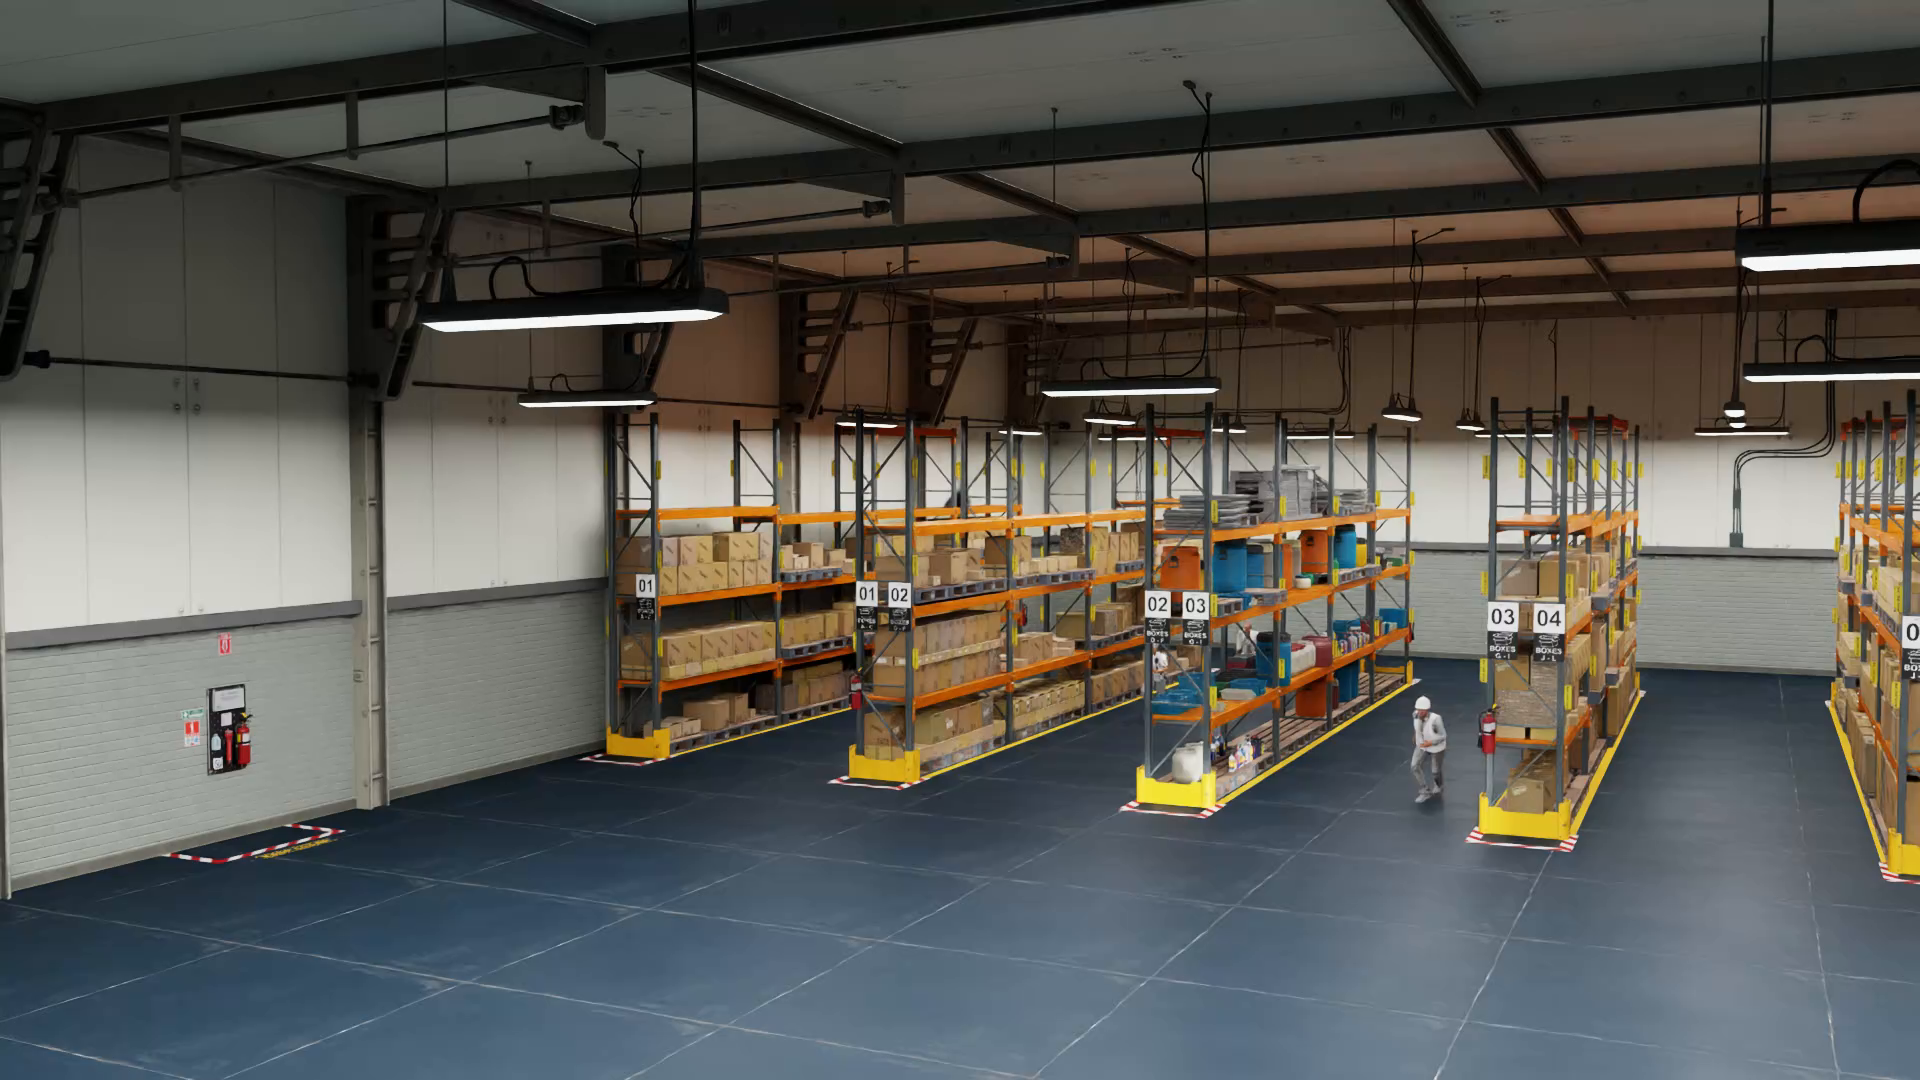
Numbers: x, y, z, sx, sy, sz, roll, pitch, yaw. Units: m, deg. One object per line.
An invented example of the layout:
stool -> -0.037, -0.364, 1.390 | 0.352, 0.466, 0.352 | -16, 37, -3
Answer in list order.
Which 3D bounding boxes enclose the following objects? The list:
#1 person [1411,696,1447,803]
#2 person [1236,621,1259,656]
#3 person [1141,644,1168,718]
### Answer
person -> 7.119, 3.122, 25.083 | 0.663, 1.606, 1.076 | 2, 3, 40
person -> 6.627, 2.632, 37.630 | 0.700, 1.649, 1.103 | 1, 3, 26
person -> 3.954, 2.796, 33.553 | 0.613, 1.555, 0.977 | 1, 3, 23
